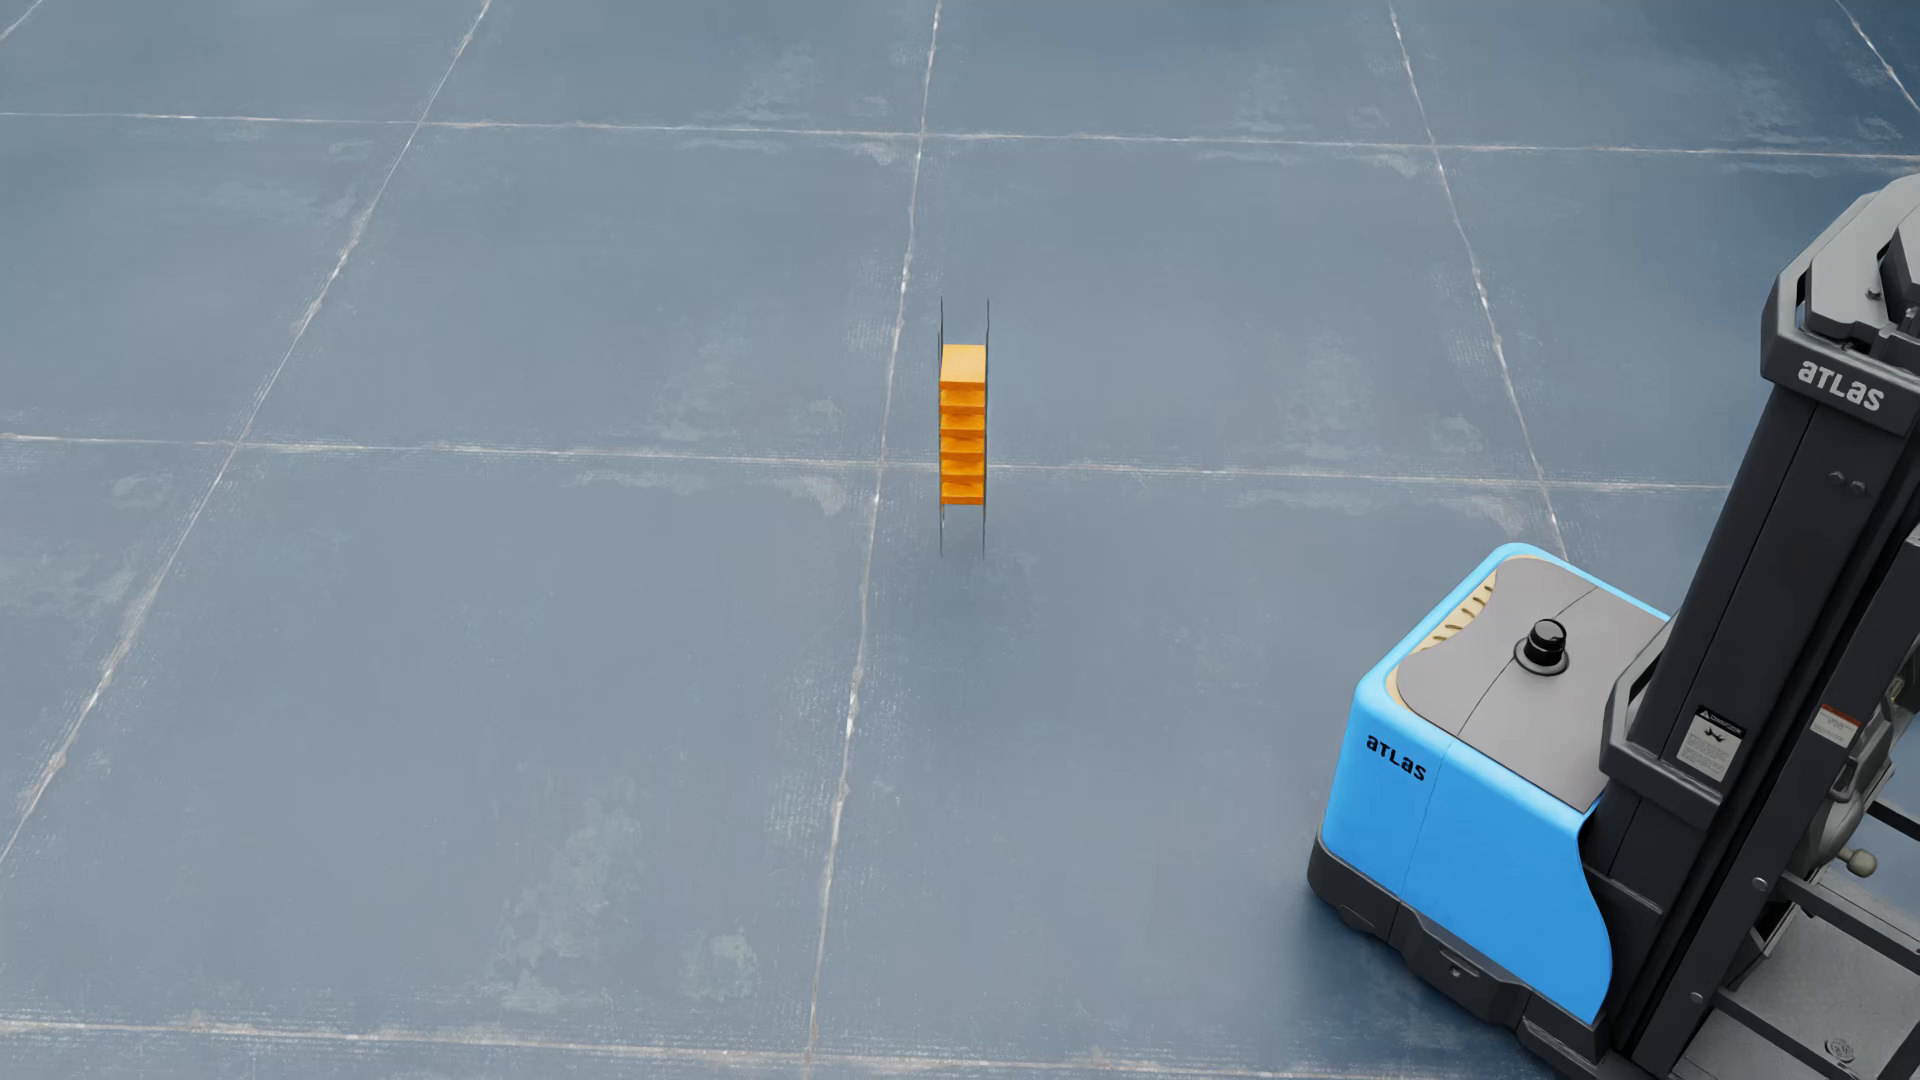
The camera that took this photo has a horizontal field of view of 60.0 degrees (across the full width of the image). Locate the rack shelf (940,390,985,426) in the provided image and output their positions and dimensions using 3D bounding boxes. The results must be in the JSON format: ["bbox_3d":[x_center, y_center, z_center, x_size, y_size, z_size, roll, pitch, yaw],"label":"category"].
[{"bbox_3d":[0.014,-0.582,6.707,0.180,0.103,0.258,2,43,2],"label":"rack shelf"}]

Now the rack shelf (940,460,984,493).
[{"bbox_3d":[0.014,-0.318,6.953,0.180,0.103,0.258,2,43,2],"label":"rack shelf"}]

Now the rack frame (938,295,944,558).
[{"bbox_3d":[-0.077,-0.441,6.844,0.006,1.200,0.240,2,43,2],"label":"rack frame"}]

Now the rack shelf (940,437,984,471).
[{"bbox_3d":[0.014,-0.406,6.871,0.180,0.103,0.258,2,43,2],"label":"rack shelf"}]

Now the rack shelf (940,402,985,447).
[{"bbox_3d":[0.014,-0.494,6.789,0.180,0.103,0.258,2,43,2],"label":"rack shelf"}]

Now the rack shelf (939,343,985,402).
[{"bbox_3d":[0.014,-0.669,6.625,0.180,0.103,0.258,2,43,2],"label":"rack shelf"}]

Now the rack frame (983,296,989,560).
[{"bbox_3d":[0.106,-0.436,6.838,0.006,1.200,0.240,2,43,2],"label":"rack frame"}]

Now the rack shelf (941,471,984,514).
[{"bbox_3d":[0.014,-0.230,7.034,0.180,0.103,0.258,2,43,2],"label":"rack shelf"}]

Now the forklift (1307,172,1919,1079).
[{"bbox_3d":[2.642,0.625,4.429,3.031,2.935,1.130,33,52,30],"label":"forklift"}]

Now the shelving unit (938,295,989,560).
[{"bbox_3d":[0.014,-0.439,6.841,0.189,1.200,0.258,2,43,2],"label":"shelving unit"}]
